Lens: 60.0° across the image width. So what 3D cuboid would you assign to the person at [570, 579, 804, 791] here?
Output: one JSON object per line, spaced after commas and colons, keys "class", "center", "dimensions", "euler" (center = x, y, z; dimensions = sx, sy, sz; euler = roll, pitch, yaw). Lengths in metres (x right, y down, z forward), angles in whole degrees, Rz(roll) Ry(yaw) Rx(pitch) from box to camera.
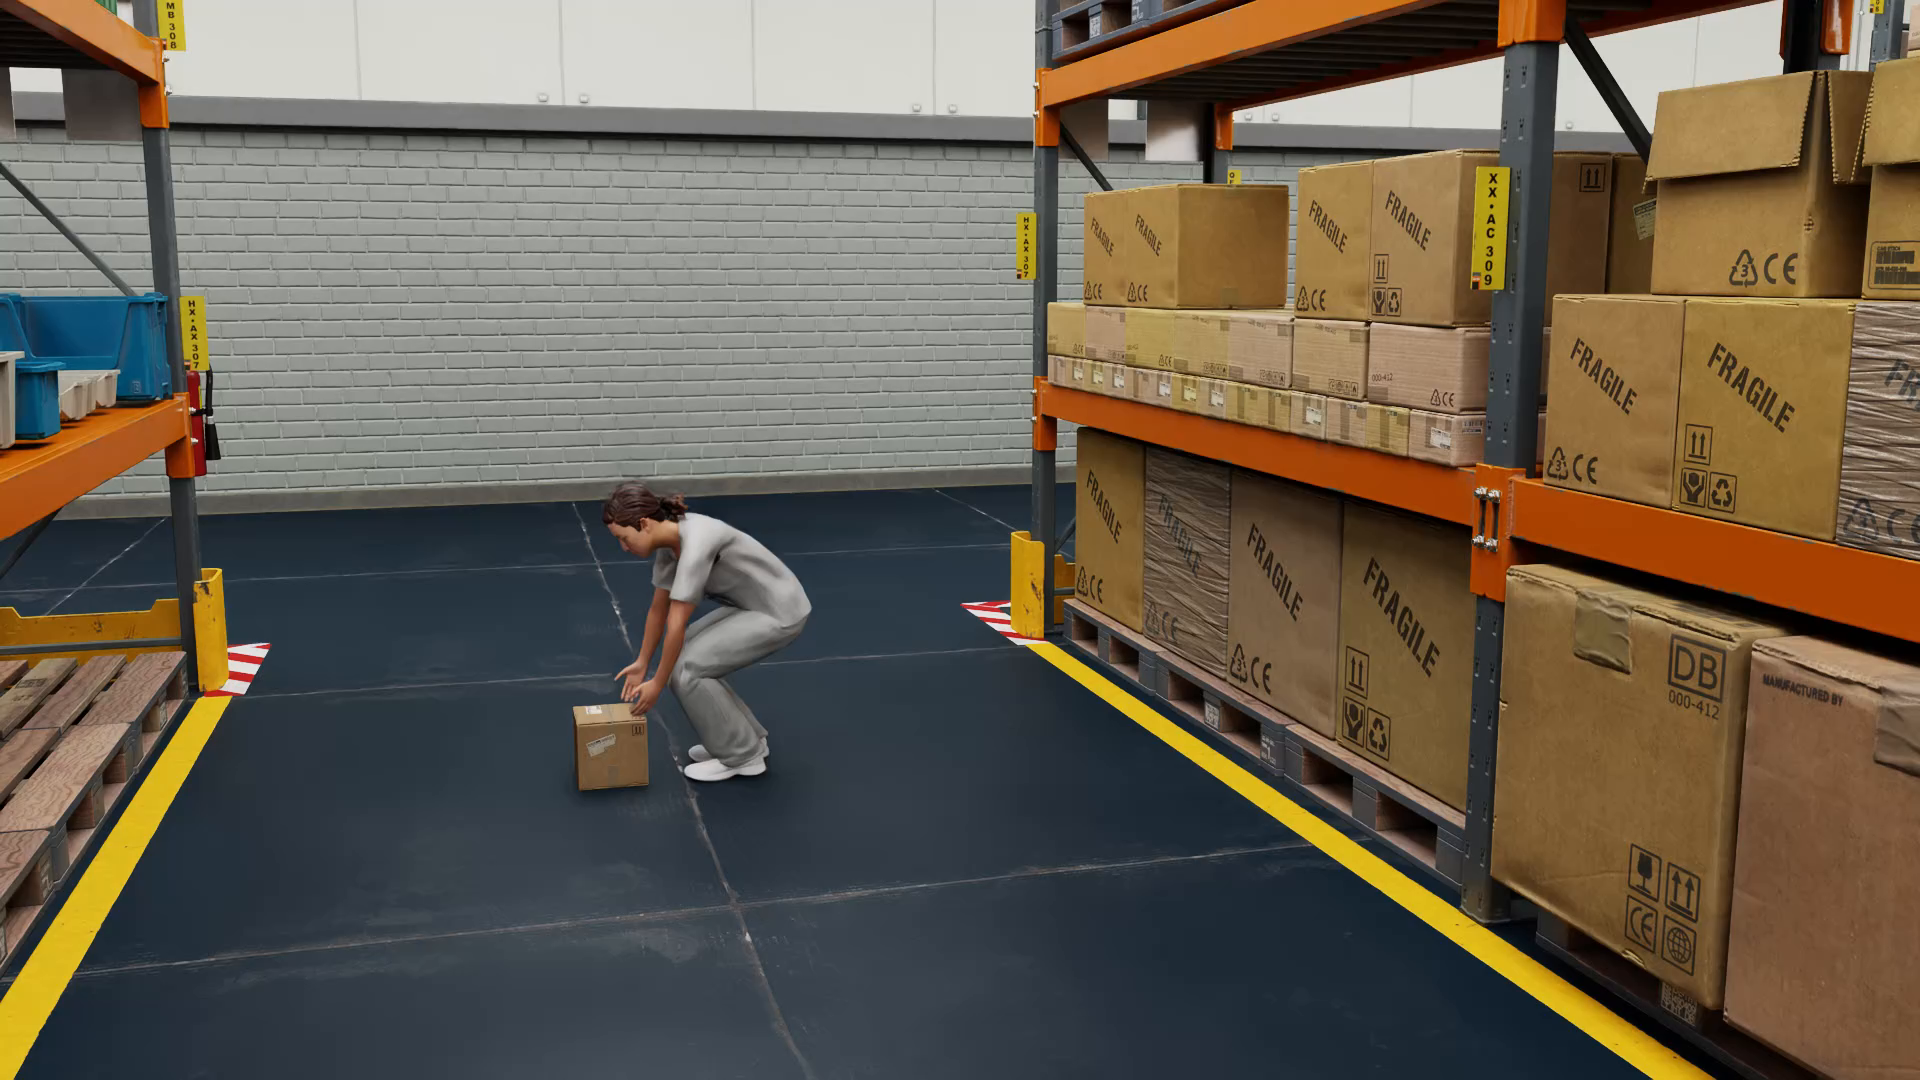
{"class": "person", "center": [-1.008, 0.514, 6.193], "dimensions": [0.852, 0.780, 0.453], "euler": [-3, 10, -17]}
